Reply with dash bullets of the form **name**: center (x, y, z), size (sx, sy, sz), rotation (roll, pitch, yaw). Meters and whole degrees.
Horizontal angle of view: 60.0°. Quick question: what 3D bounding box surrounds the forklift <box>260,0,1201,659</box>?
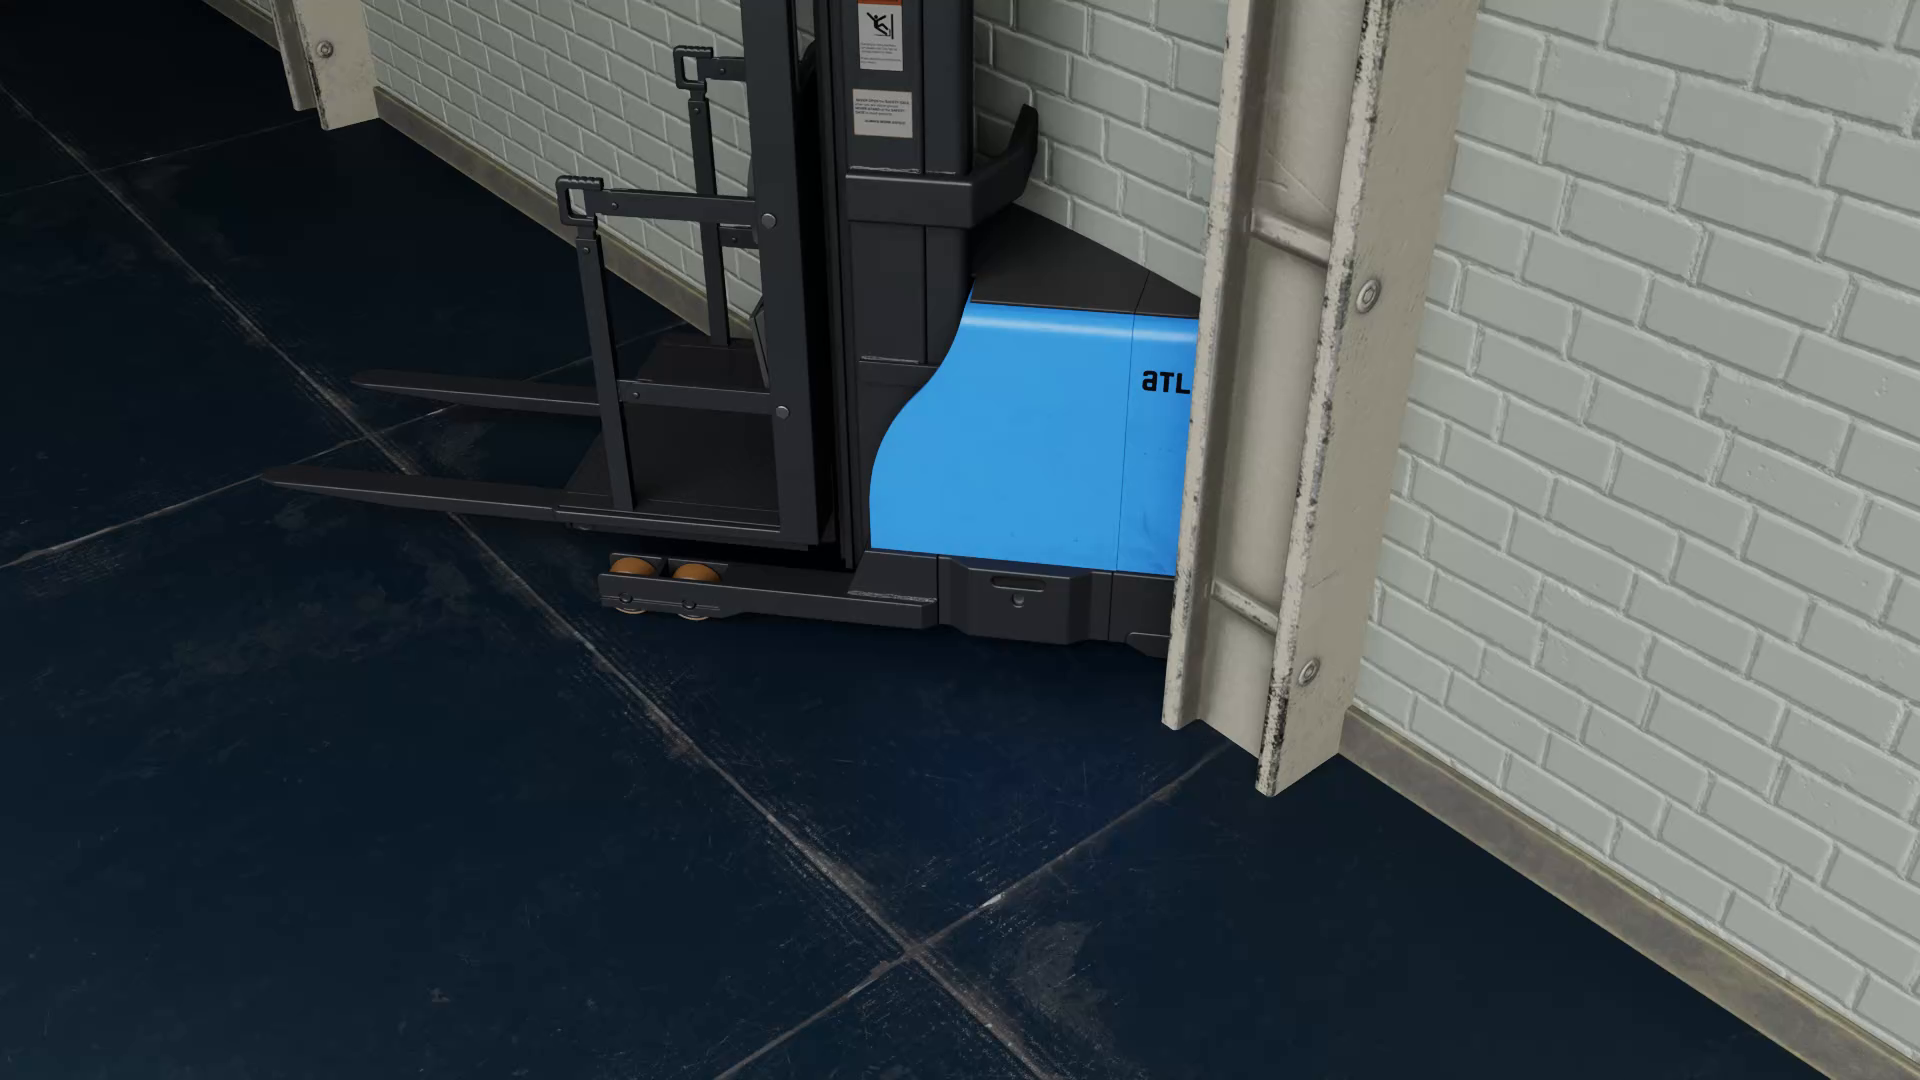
- **forklift**: center (-0.616, -1.254, 4.485), size (3.031, 2.935, 1.130), rotation (5, 36, 8)

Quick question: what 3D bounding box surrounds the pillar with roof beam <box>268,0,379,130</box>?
- **pillar with roof beam**: center (-6.368, -4.192, 3.383), size (9.100, 9.000, 0.400), rotation (-26, 43, -32)
